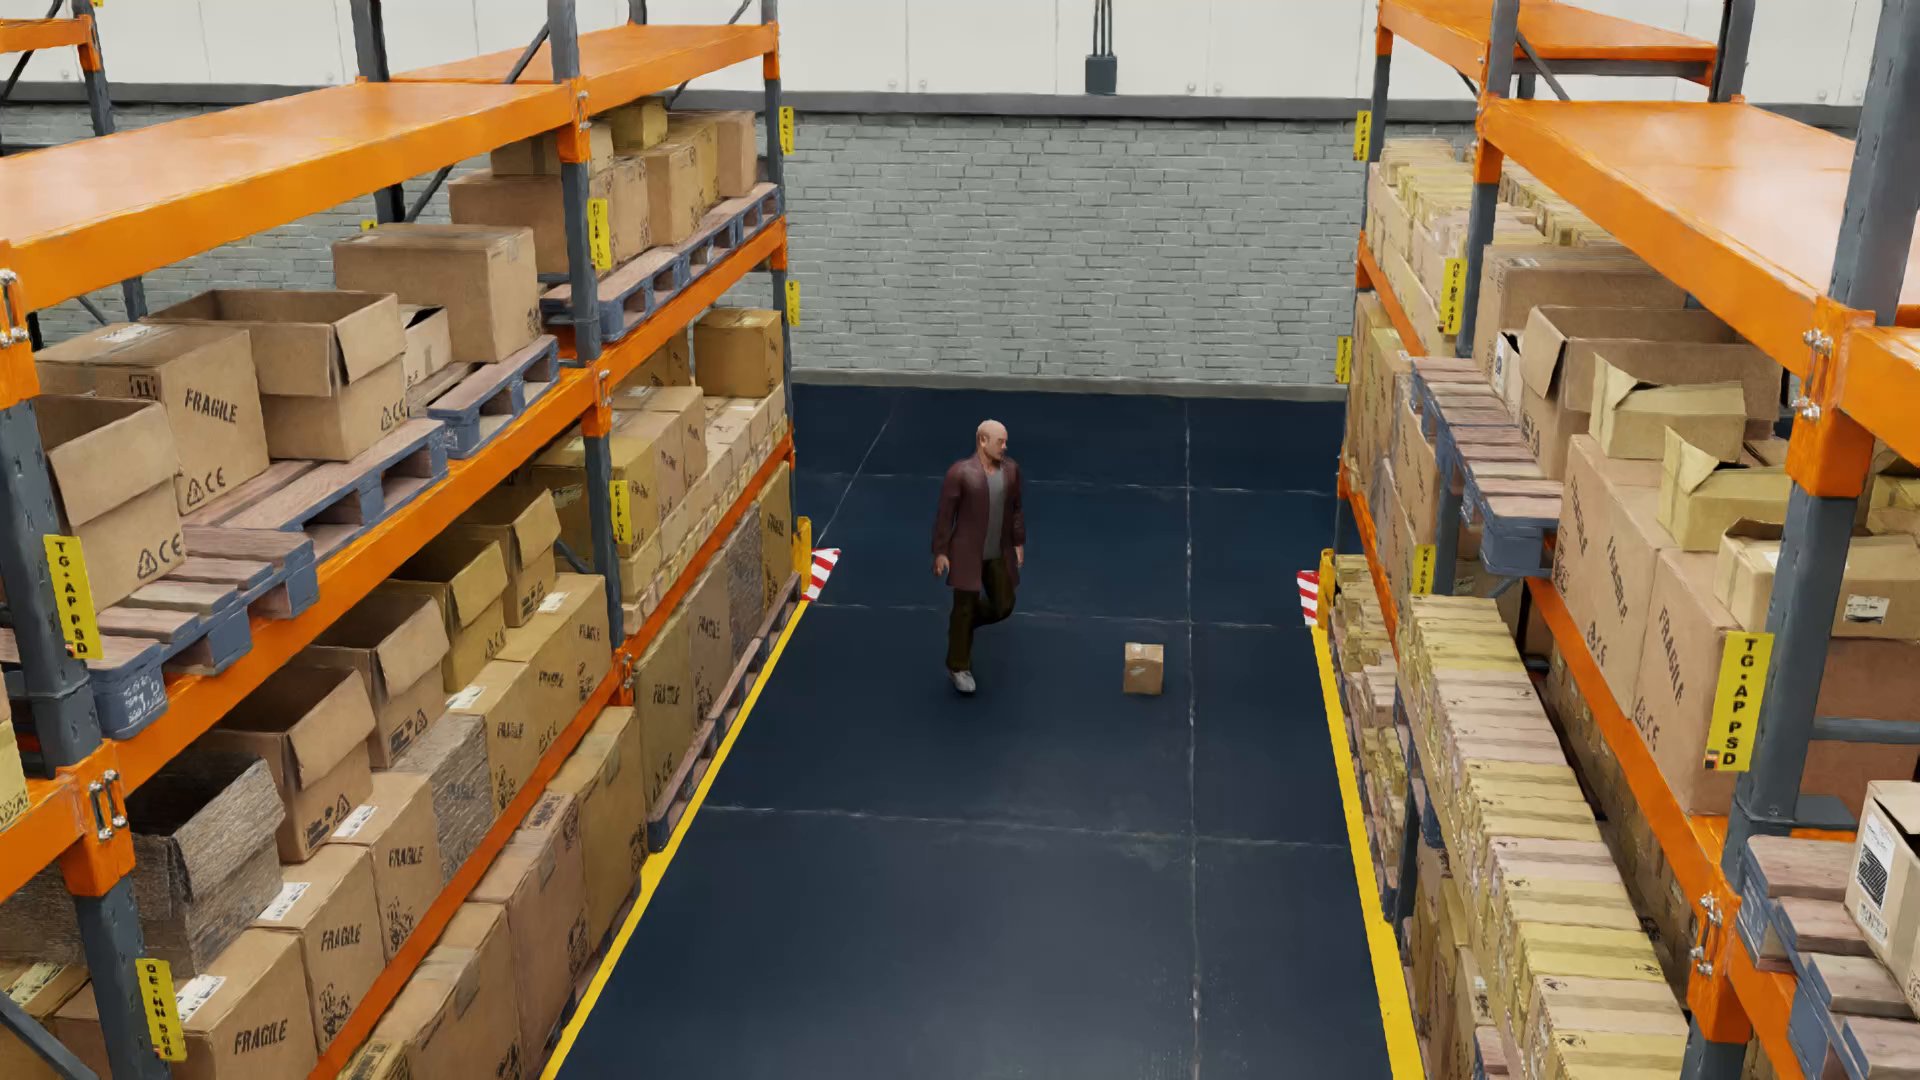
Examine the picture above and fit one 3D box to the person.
[{"bbox_3d":[0.127,0.057,10.930,0.685,1.758,0.657,-11,23,-26],"label":"person"}]
